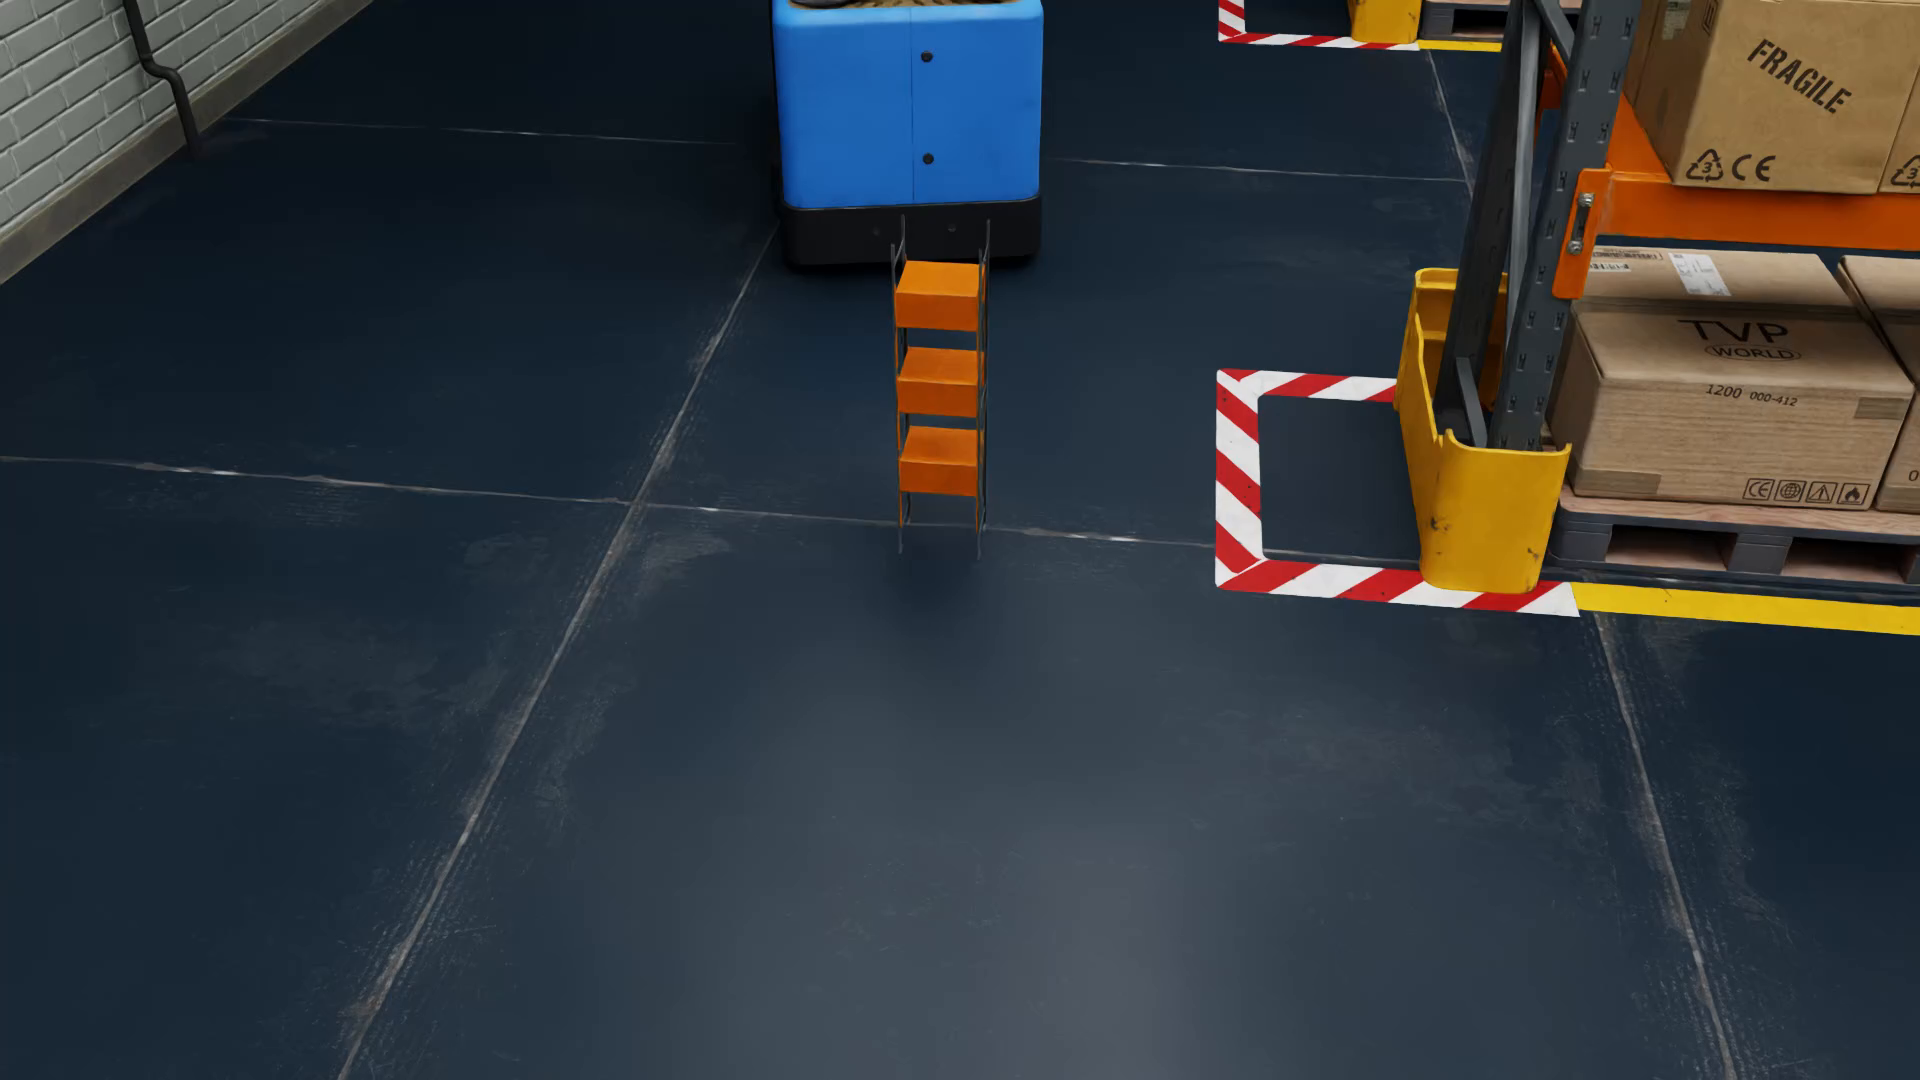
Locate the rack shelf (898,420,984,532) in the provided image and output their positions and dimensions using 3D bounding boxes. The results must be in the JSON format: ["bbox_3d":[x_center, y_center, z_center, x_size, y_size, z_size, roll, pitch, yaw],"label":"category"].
[{"bbox_3d":[-0.053,-0.196,5.118,0.240,0.259,0.215,4,36,6],"label":"rack shelf"}]

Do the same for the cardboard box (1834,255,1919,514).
[{"bbox_3d":[3.251,-0.473,5.174,0.875,0.438,0.875,5,36,7],"label":"cardboard box"}]

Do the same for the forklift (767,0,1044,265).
[{"bbox_3d":[-0.329,-3.136,7.121,1.130,2.935,3.031,-3,36,-5],"label":"forklift"}]

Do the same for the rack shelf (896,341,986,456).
[{"bbox_3d":[-0.053,-0.423,4.957,0.240,0.259,0.215,4,36,6],"label":"rack shelf"}]

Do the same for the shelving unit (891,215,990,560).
[{"bbox_3d":[-0.053,-0.431,4.951,0.252,1.050,0.215,4,36,6],"label":"shelving unit"}]

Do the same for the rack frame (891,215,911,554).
[{"bbox_3d":[-0.174,-0.440,4.963,0.008,1.050,0.200,4,36,6],"label":"rack frame"}]

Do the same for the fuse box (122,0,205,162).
[{"bbox_3d":[-3.508,-2.478,7.248,0.414,1.711,0.539,4,36,6],"label":"fuse box"}]

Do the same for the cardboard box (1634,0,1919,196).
[{"bbox_3d":[2.115,-1.238,4.317,0.500,0.500,0.500,4,36,6],"label":"cardboard box"}]

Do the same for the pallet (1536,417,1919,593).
[{"bbox_3d":[2.478,-0.250,5.418,1.213,0.211,1.003,4,36,6],"label":"pallet"}]

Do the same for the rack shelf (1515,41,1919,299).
[{"bbox_3d":[3.659,-0.958,4.629,4.000,0.370,1.077,4,36,6],"label":"rack shelf"}]

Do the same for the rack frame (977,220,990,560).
[{"bbox_3d":[0.068,-0.422,4.938,0.008,1.050,0.200,4,36,6],"label":"rack frame"}]

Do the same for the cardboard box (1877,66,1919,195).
[{"bbox_3d":[2.620,-1.217,4.287,0.500,0.500,0.500,4,36,5],"label":"cardboard box"}]

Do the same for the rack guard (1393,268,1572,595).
[{"bbox_3d":[1.651,-0.383,5.356,0.348,0.500,1.175,4,36,6],"label":"rack guard"}]

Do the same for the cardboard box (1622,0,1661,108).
[{"bbox_3d":[2.187,-1.556,4.762,0.500,0.500,0.500,4,36,6],"label":"cardboard box"}]

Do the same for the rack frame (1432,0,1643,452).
[{"bbox_3d":[1.675,-1.399,4.628,0.127,3.000,1.000,4,36,6],"label":"rack frame"}]

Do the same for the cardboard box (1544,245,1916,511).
[{"bbox_3d":[2.343,-0.535,5.262,0.875,0.438,0.875,3,36,4],"label":"cardboard box"}]

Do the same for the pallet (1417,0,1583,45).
[{"bbox_3d":[3.170,-3.060,9.356,1.213,0.211,1.003,4,36,6],"label":"pallet"}]

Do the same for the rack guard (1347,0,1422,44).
[{"bbox_3d":[2.379,-3.236,9.354,0.348,0.500,1.175,4,36,6],"label":"rack guard"}]

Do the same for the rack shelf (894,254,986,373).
[{"bbox_3d":[-0.053,-0.654,4.792,0.240,0.259,0.215,4,36,6],"label":"rack shelf"}]
